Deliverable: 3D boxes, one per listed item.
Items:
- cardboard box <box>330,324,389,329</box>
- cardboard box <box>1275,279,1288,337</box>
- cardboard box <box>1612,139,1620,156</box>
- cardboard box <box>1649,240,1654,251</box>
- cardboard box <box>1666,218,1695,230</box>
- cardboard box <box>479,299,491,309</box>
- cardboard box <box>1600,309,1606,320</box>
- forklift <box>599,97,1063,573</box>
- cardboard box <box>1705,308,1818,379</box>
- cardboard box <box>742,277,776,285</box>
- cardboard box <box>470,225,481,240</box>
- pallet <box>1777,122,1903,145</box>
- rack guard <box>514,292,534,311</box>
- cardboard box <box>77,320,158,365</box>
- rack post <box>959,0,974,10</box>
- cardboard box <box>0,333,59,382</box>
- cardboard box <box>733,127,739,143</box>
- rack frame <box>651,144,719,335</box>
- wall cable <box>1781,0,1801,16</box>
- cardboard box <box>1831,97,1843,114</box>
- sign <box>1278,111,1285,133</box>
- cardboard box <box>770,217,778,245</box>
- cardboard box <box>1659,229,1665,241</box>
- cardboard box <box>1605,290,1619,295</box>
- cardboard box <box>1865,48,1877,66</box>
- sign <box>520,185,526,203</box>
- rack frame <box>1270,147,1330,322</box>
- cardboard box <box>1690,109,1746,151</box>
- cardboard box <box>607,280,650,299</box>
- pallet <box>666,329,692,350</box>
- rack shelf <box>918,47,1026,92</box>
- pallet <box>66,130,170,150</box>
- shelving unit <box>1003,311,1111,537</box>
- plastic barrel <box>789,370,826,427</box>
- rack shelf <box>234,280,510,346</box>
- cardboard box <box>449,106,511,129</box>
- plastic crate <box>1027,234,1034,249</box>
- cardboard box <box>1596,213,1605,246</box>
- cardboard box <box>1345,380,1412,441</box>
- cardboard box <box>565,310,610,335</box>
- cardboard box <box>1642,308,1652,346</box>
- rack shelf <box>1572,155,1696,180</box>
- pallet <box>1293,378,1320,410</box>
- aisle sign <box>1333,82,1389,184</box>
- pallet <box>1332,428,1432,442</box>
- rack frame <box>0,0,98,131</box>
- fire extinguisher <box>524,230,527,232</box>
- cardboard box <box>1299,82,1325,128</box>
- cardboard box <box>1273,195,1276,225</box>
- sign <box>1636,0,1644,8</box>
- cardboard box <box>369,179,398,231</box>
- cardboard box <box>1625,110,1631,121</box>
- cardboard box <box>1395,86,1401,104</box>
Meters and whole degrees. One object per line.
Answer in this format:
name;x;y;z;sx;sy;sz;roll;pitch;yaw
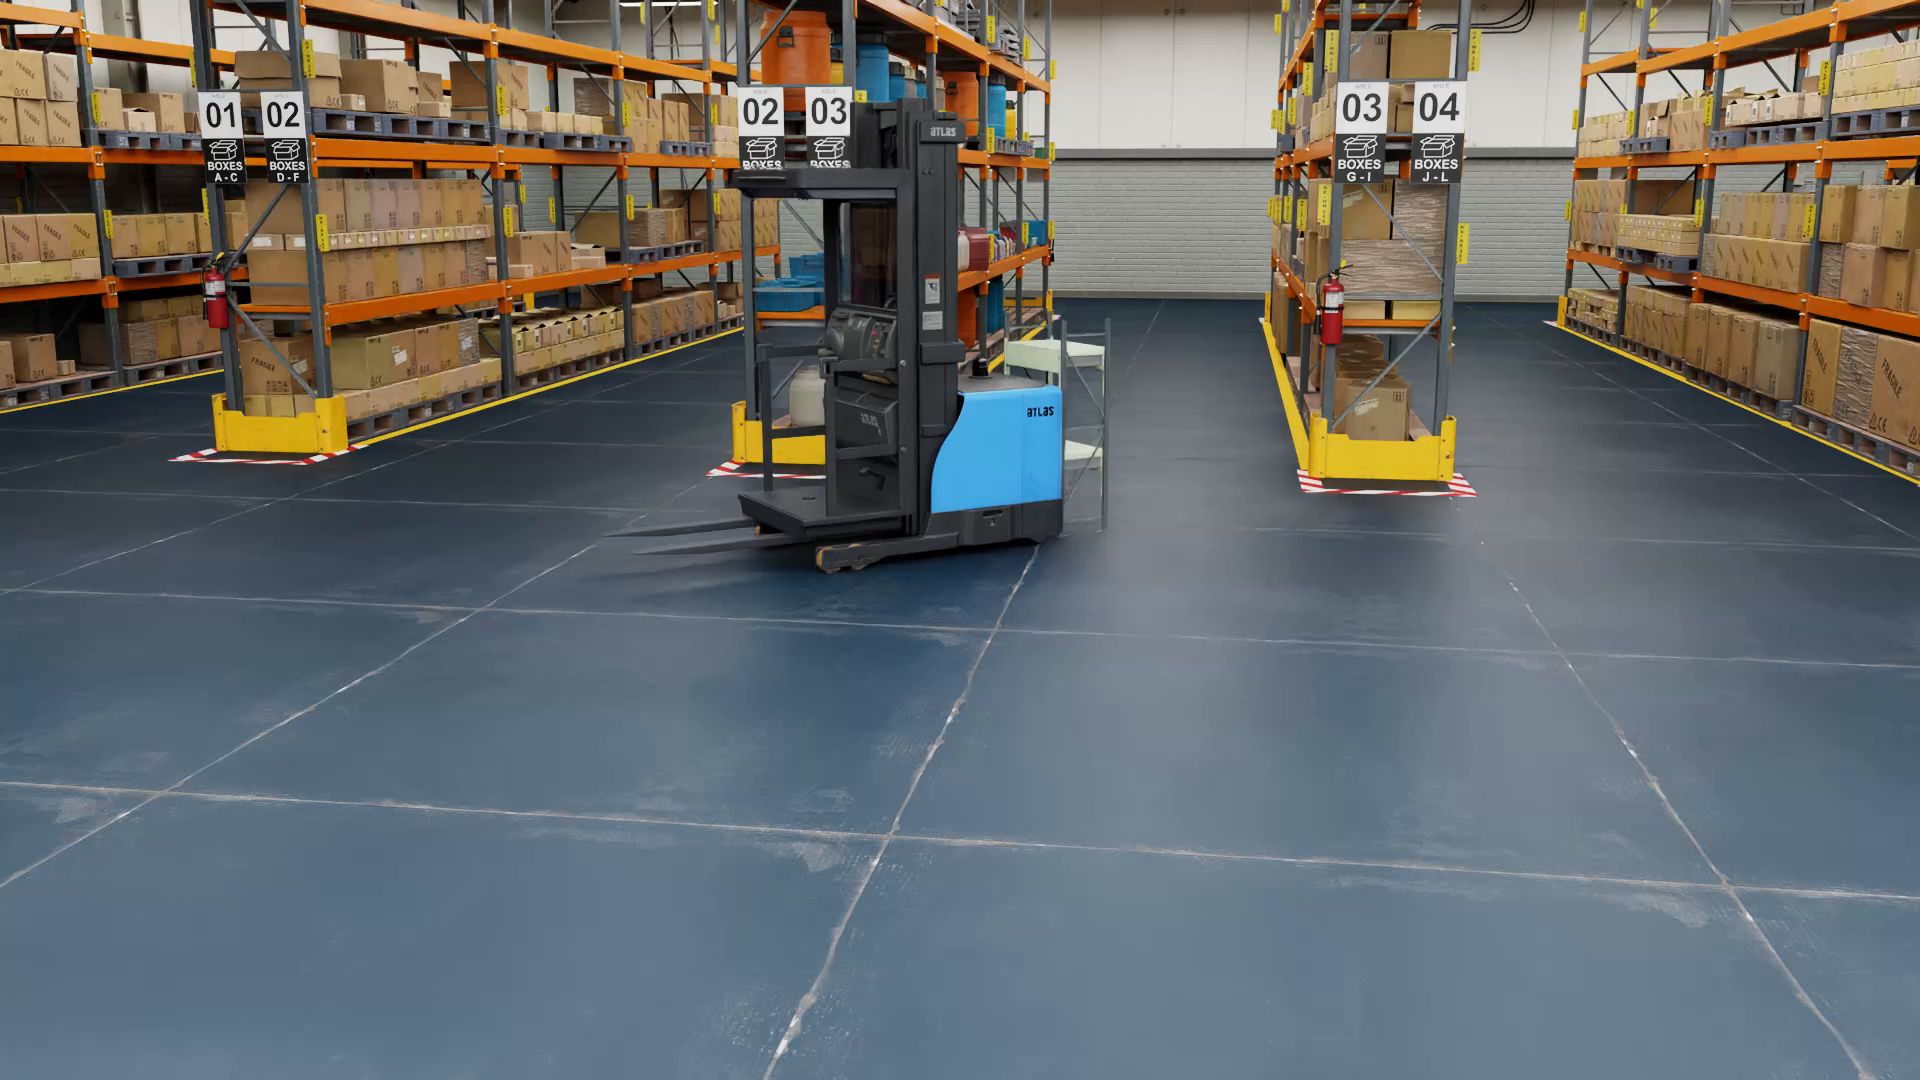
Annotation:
cardboard box;-6.263;-1.975;17.288;0.500;0.500;0.500;2;12;9
cardboard box;5.021;-3.152;23.045;1.225;0.875;0.875;2;12;9
cardboard box;10.147;-5.915;25.058;0.500;0.250;0.500;2;12;8
cardboard box;9.459;-3.942;22.265;0.380;0.149;0.250;2;12;10
cardboard box;9.338;-4.072;21.456;0.380;0.149;0.250;2;12;10
cardboard box;-8.866;-4.429;29.863;0.700;0.500;0.500;1;12;7
cardboard box;10.037;-3.454;25.464;0.380;0.149;0.250;1;12;7
forklift;-0.828;-1.350;10.802;3.031;2.935;1.130;-7;14;-29
cardboard box;9.321;-2.275;19.272;1.050;0.750;0.750;2;12;10
cardboard box;-3.649;-4.516;30.218;0.500;0.500;0.500;2;12;9
cardboard box;-5.524;-3.397;18.360;0.380;0.149;0.250;2;12;7
pallet;9.112;-4.208;17.233;0.805;0.209;1.217;1;12;6
rack guard;-8.700;-4.587;31.591;1.175;0.500;0.348;2;12;9
cardboard box;-10.452;-2.453;20.643;0.700;0.500;0.500;2;12;11
rack post;-0.122;-7.168;22.168;0.624;0.289;0.986;2;12;9
cardboard box;-10.669;-2.082;18.921;0.500;0.500;0.500;1;12;4
cardboard box;-3.940;-6.750;27.743;0.500;0.250;0.500;2;12;9
rack frame;-4.424;-4.811;26.699;1.000;3.000;0.127;2;12;9
wall cable;17.111;-9.102;32.369;2.355;3.000;0.029;2;12;9
cardboard box;8.627;-4.176;15.991;0.380;0.149;0.250;2;12;8
sign;4.816;-6.265;24.909;0.100;0.325;0.005;2;12;9
cardboard box;-3.608;-5.591;30.079;0.500;0.500;0.500;2;12;10
cardboard box;9.377;-3.983;21.750;0.380;0.149;0.250;2;12;9
cardboard box;10.938;-4.074;27.637;0.380;0.149;0.250;2;12;10
cardboard box;8.511;-4.407;15.170;0.380;0.149;0.250;2;12;8
sign;-8.170;-6.465;31.062;0.100;0.325;0.005;2;12;9
rack frame;5.980;-5.322;29.070;1.000;3.000;0.127;2;12;9
cardboard box;9.471;-5.118;20.762;0.500;0.500;0.500;2;12;9
cardboard box;-4.969;-3.766;24.956;0.500;0.250;0.500;2;12;8
pallet;-4.697;-3.023;25.020;1.003;0.211;1.213;2;12;9
rack shelf;0.163;-6.619;23.505;1.077;0.370;4.000;2;12;9
pallet;-10.349;-4.805;19.997;1.213;0.211;1.003;2;12;9
shelving unit;0.677;-0.841;11.835;0.431;1.500;0.755;-7;14;-30
plastic barrel;-1.350;-1.281;15.225;0.421;0.512;0.421;0;12;0
rack shelf;-5.962;-2.378;17.116;1.077;0.370;4.000;2;12;9
cardboard box;-5.550;-4.872;19.221;0.500;0.250;0.500;3;13;15
plastic crate;1.023;-4.995;27.804;0.416;0.233;0.300;2;12;9
cardboard box;10.204;-4.824;25.812;0.500;0.500;0.500;2;12;8
cardboard box;3.631;-1.104;14.435;0.500;0.500;0.500;4;13;19
cardboard box;-4.949;-2.889;21.976;0.500;0.311;0.500;2;12;8
cardboard box;9.727;-2.926;22.889;0.500;0.500;0.500;2;12;10
rack shelf;10.557;-5.839;26.055;1.077;0.370;4.000;2;12;9
pallet;4.252;-1.623;18.525;1.003;0.211;1.213;2;12;9
aisle sign;3.213;-3.259;13.326;0.394;0.787;0.004;2;12;9
pallet;3.690;-0.812;14.762;1.003;0.211;1.213;2;12;9
rack frame;-10.549;-6.239;19.081;1.000;3.000;0.127;2;12;9
fire extinguisher;-8.225;-5.600;31.428;0.296;0.674;0.183;2;12;9
cardboard box;4.271;-5.117;19.572;0.500;0.500;0.500;2;12;7
cardboard box;5.562;-5.566;28.069;0.500;0.500;0.500;2;12;7
sign;9.716;-7.757;23.724;0.100;0.325;0.005;2;12;9
cardboard box;-6.024;-3.319;16.457;0.700;0.500;0.500;2;12;9
cardboard box;10.058;-6.270;24.568;0.380;0.149;0.250;2;12;10
cardboard box;3.842;-3.737;14.002;0.380;0.149;0.250;2;12;8
